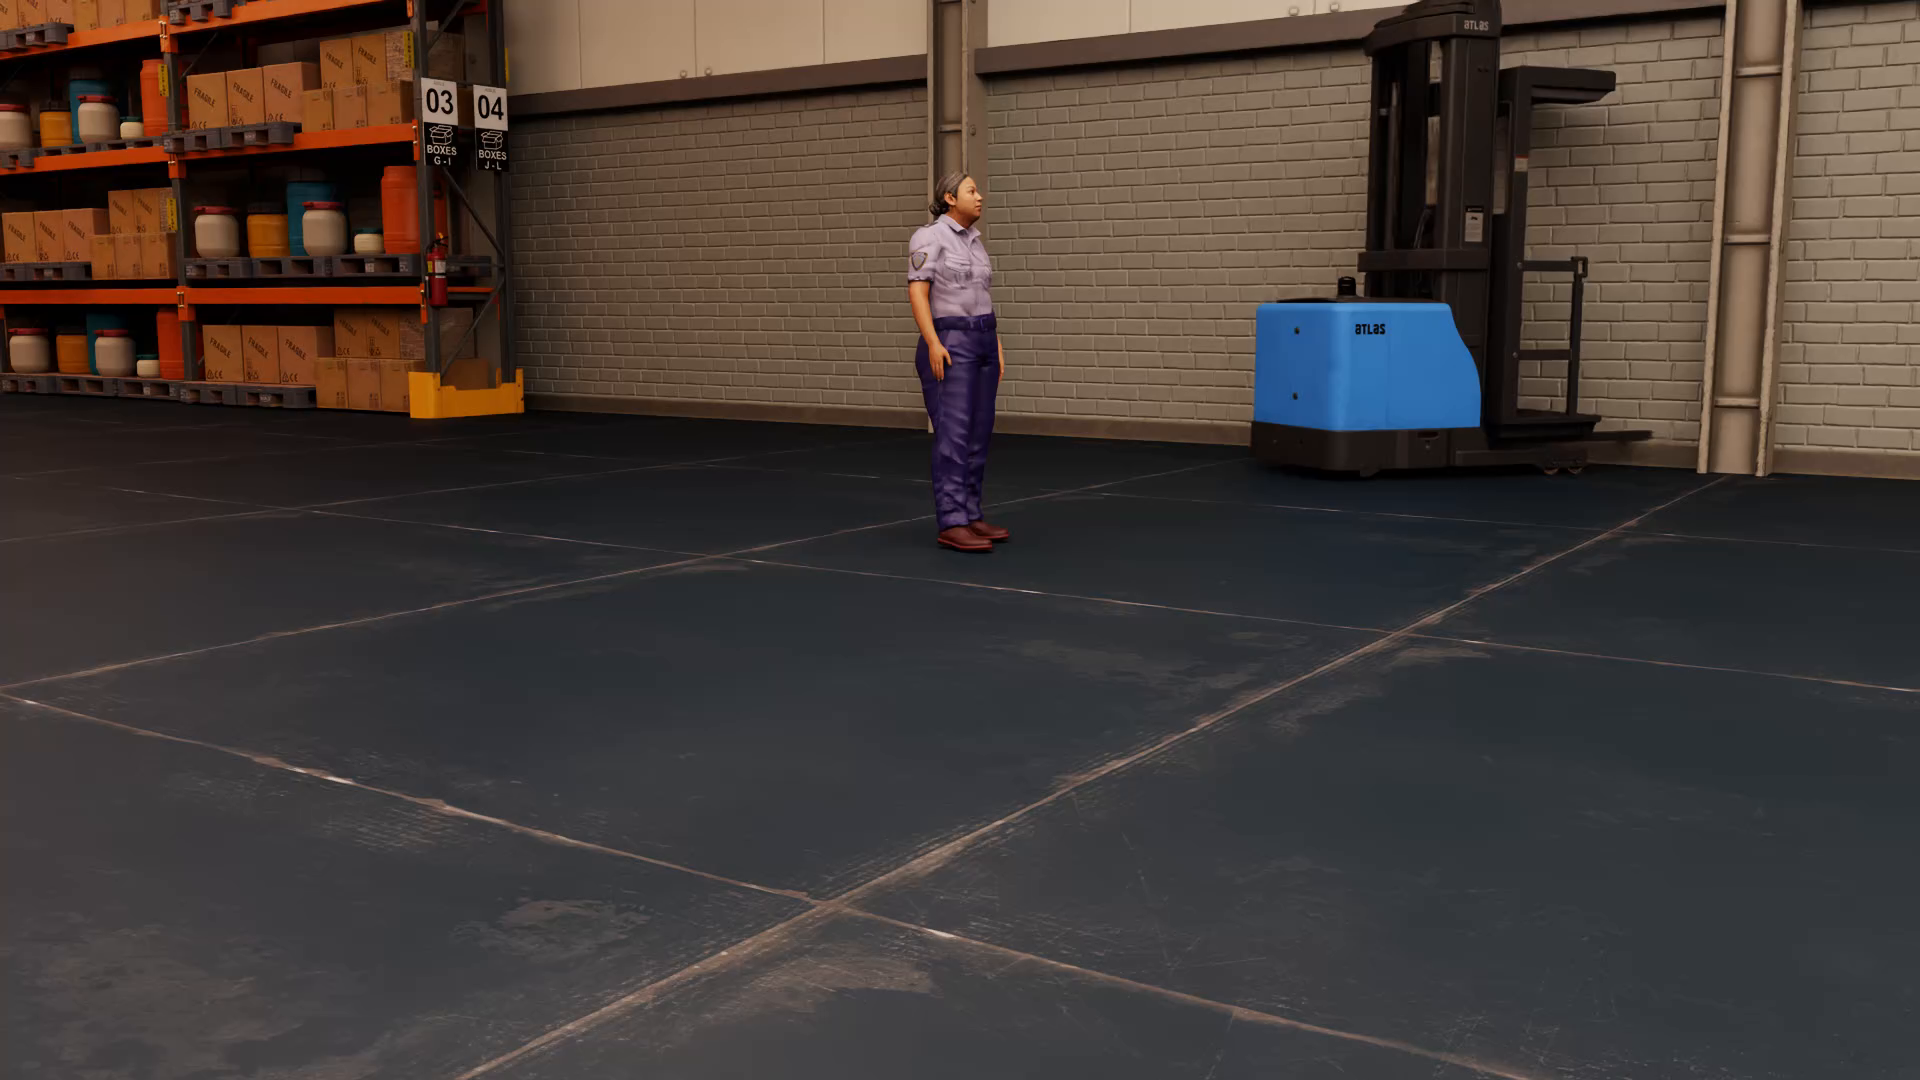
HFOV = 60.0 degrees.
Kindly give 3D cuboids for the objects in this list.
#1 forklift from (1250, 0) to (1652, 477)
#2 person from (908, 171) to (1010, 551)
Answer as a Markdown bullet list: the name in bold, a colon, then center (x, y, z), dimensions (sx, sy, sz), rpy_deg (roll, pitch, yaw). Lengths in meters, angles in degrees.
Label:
- **forklift**: center (3.472, -1.936, 10.810), dimensions (3.031, 2.935, 1.130), rpy_deg (-3, 9, -21)
- **person**: center (0.062, -0.813, 7.418), dimensions (0.502, 1.651, 0.598), rpy_deg (5, 10, 34)
